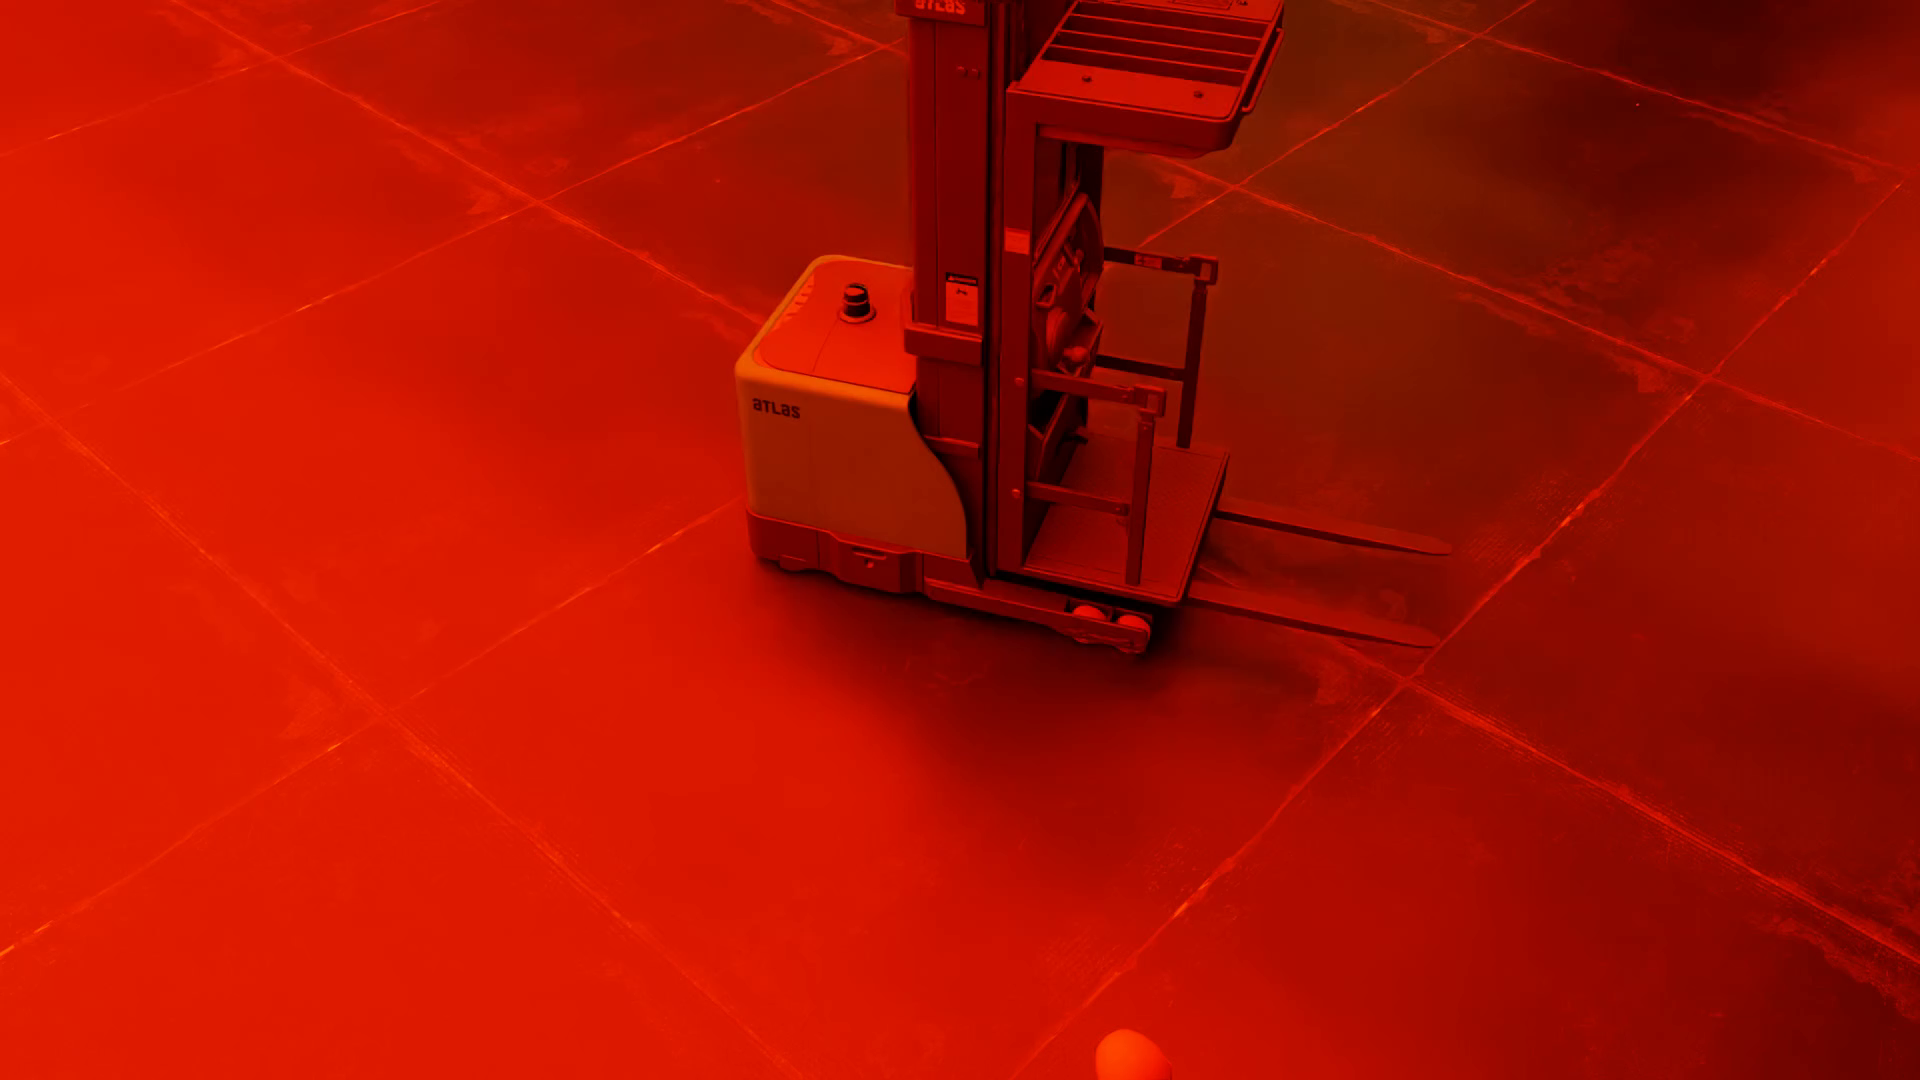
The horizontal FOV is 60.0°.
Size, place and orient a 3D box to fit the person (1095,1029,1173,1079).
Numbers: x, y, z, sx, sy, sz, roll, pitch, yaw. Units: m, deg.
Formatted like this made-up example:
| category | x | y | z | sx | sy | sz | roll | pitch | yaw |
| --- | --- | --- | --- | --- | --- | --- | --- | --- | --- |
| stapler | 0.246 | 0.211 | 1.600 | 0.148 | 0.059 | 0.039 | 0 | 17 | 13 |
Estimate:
| category | x | y | z | sx | sy | sz | roll | pitch | yaw |
| --- | --- | --- | --- | --- | --- | --- | --- | --- | --- |
| person | 0.487 | 1.874 | 4.257 | 0.872 | 1.701 | 0.451 | 5 | 41 | 6 |

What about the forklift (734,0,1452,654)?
| category | x | y | z | sx | sy | sz | roll | pitch | yaw |
| --- | --- | --- | --- | --- | --- | --- | --- | --- | --- |
| forklift | 0.618 | -1.017 | 6.614 | 3.031 | 2.935 | 1.130 | 12 | 42 | 14 |
